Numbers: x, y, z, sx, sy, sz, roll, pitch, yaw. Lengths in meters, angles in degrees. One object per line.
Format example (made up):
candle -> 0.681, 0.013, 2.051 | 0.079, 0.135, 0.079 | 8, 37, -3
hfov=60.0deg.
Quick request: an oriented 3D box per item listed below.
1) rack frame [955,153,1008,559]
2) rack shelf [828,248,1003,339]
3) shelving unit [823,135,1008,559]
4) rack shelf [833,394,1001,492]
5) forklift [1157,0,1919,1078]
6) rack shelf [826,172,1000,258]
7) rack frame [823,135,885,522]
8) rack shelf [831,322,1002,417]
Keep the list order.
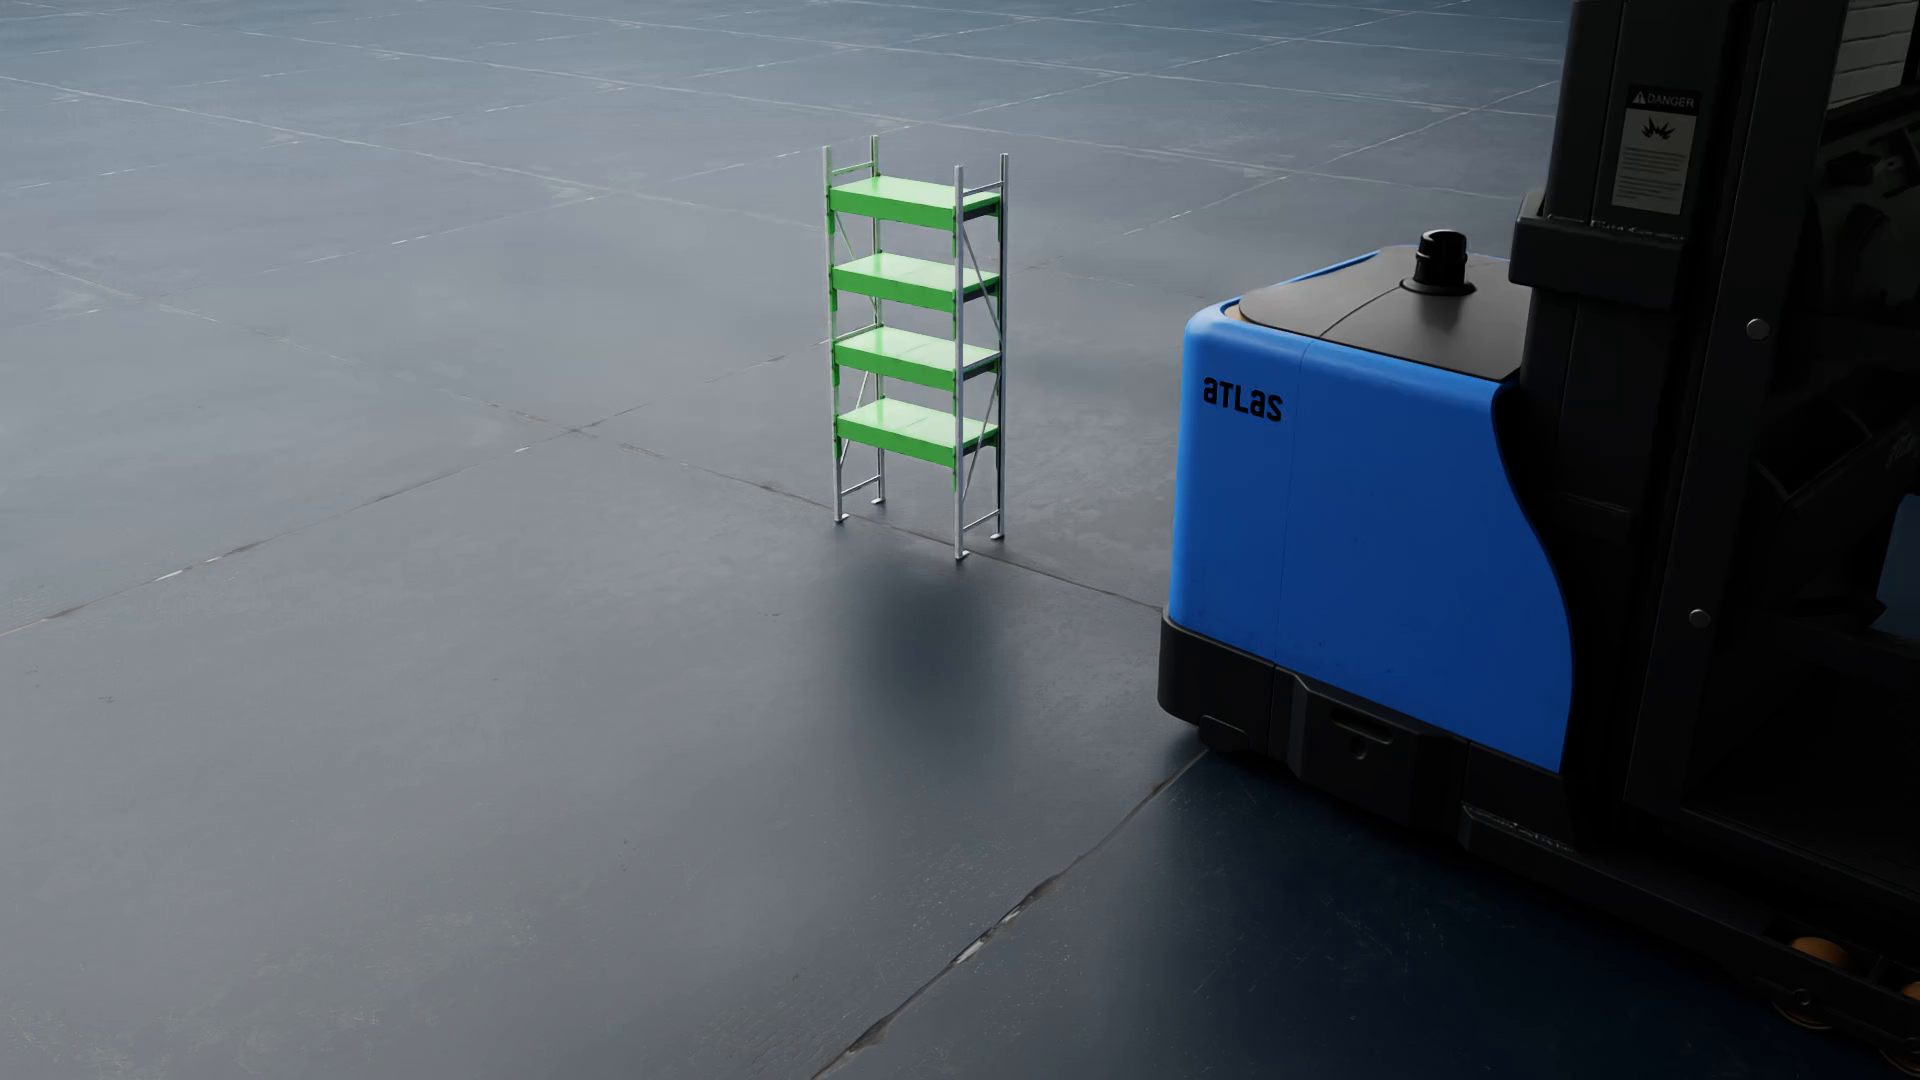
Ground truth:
rack frame -> 0.063, -0.530, 4.965 | 0.015, 1.200, 0.240 | 17, 29, 33
rack shelf -> -0.132, -0.750, 5.028 | 0.480, 0.148, 0.258 | 17, 29, 33
shelving unit -> -0.132, -0.589, 5.099 | 0.503, 1.200, 0.258 | 17, 29, 33
rack shelf -> -0.132, -0.311, 5.221 | 0.480, 0.148, 0.258 | 17, 29, 33
forklift -> 1.903, -0.599, 2.975 | 3.031, 2.935, 1.130 | 21, 32, 39
rack shelf -> -0.132, -0.970, 4.931 | 0.480, 0.148, 0.258 | 17, 29, 33
rack frame -> -0.328, -0.648, 5.233 | 0.015, 1.200, 0.240 | 17, 29, 33
rack shelf -> -0.132, -0.531, 5.125 | 0.480, 0.148, 0.258 | 17, 29, 33
